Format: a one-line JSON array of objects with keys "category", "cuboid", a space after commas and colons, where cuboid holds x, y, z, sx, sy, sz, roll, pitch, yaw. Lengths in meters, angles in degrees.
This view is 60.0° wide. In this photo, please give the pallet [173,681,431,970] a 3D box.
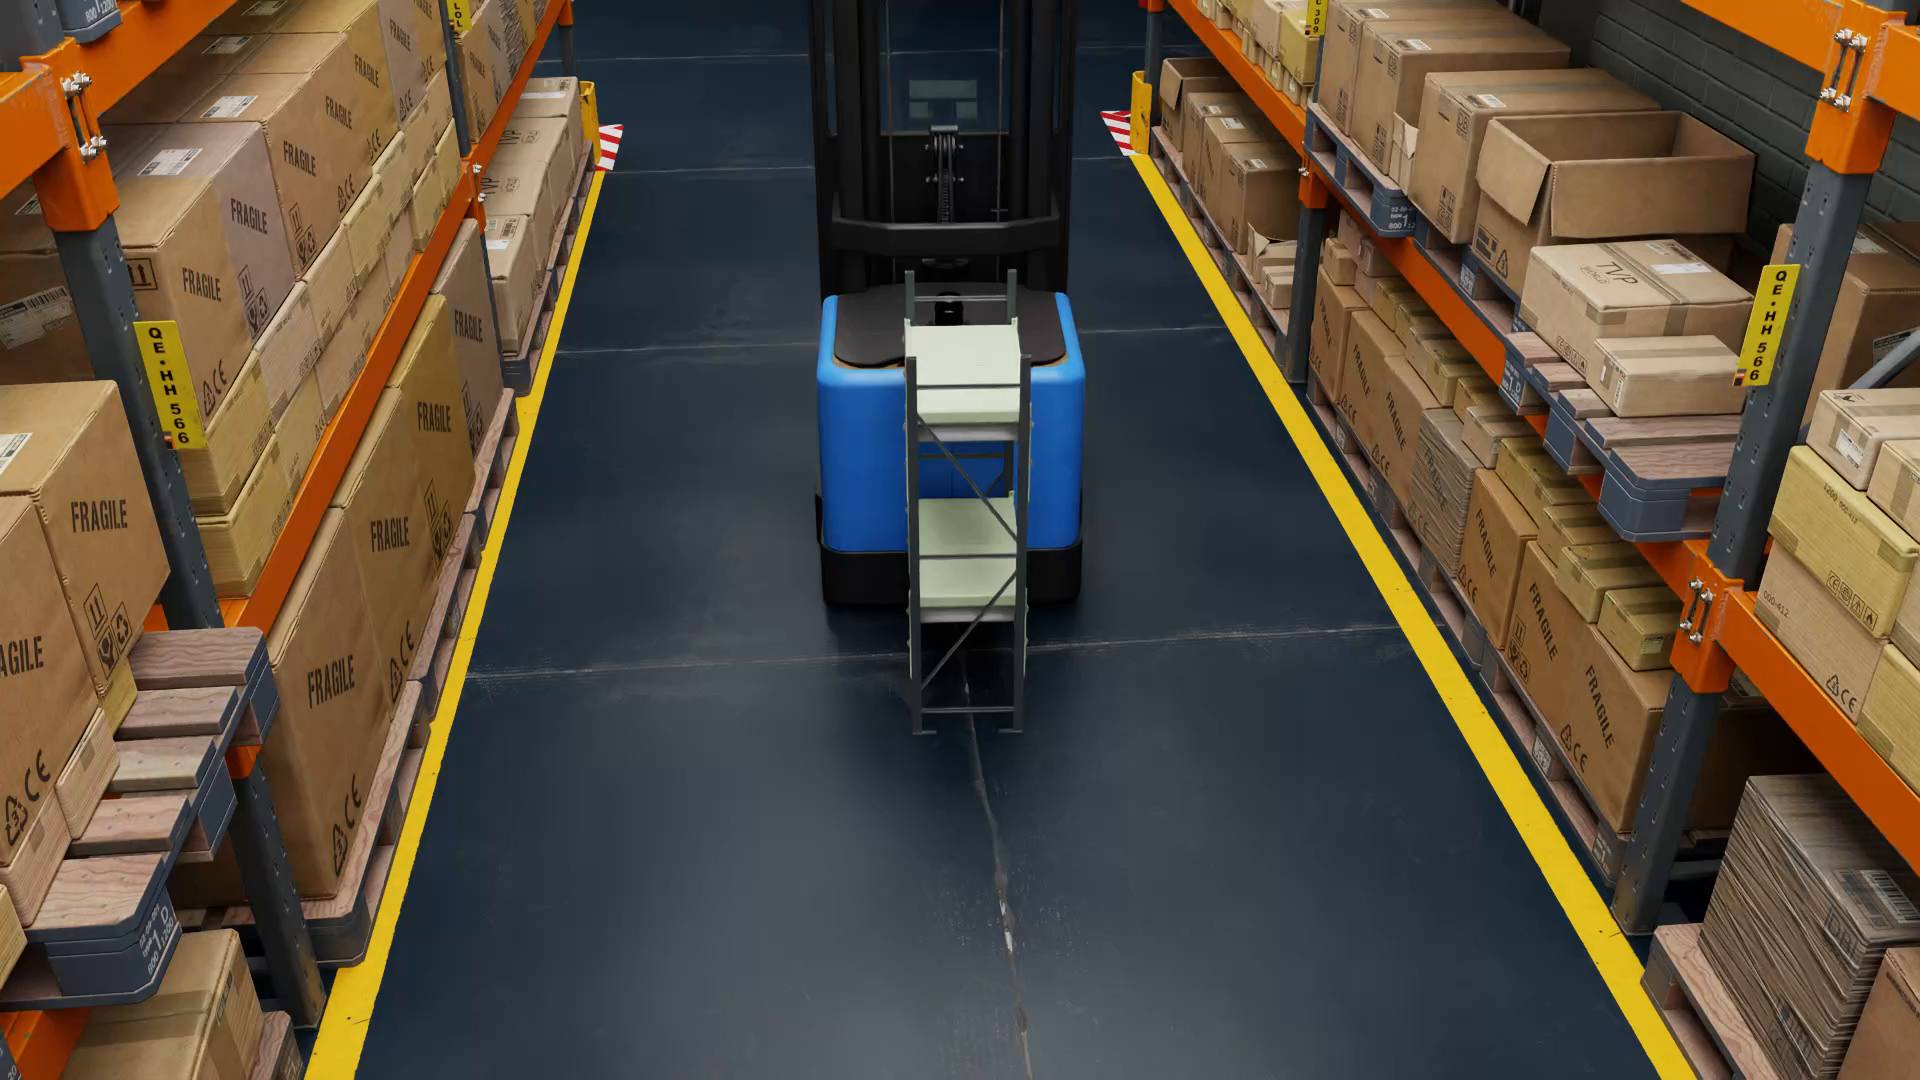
[{"category": "pallet", "cuboid": [-2.377, 0.928, 5.491, 1.003, 0.211, 1.213, -3, 31, -5]}]

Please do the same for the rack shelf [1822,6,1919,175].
[{"category": "rack shelf", "cuboid": [2.750, -0.061, 2.203, 1.077, 0.370, 4.000, -3, 31, -5]}]

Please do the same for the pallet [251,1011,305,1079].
[{"category": "pallet", "cuboid": [-2.307, 1.733, 4.143, 1.003, 0.211, 1.213, -3, 31, -5]}]

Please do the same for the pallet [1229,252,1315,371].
[{"category": "pallet", "cuboid": [2.126, -1.299, 9.219, 1.003, 0.211, 1.213, -3, 31, -5]}]

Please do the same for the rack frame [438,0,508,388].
[{"category": "rack frame", "cuboid": [-2.752, -1.905, 7.515, 1.000, 3.000, 0.127, -3, 31, -5]}]

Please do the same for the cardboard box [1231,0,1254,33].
[{"category": "cardboard box", "cuboid": [1.804, -2.967, 9.149, 0.500, 0.250, 0.500, -3, 31, -5]}]

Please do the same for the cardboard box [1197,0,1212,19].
[{"category": "cardboard box", "cuboid": [1.644, -3.238, 9.992, 0.380, 0.149, 0.250, -4, 31, -6]}]

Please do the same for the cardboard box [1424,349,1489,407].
[{"category": "cardboard box", "cuboid": [2.143, -0.671, 6.844, 0.380, 0.149, 0.250, -2, 31, -3]}]

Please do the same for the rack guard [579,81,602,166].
[{"category": "rack guard", "cuboid": [-3.128, -2.887, 11.595, 1.175, 0.500, 0.348, -3, 31, -5]}]

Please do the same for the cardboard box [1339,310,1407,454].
[{"category": "cardboard box", "cuboid": [2.070, -0.723, 7.564, 0.500, 0.500, 0.500, -3, 31, -5]}]

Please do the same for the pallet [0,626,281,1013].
[{"category": "pallet", "cuboid": [-2.206, 0.578, 3.545, 1.213, 0.211, 1.003, -3, 31, -5]}]

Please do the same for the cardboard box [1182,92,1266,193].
[{"category": "cardboard box", "cuboid": [1.820, -2.539, 10.604, 0.700, 0.500, 0.500, -2, 31, -3]}]

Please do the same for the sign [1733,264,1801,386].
[{"category": "sign", "cuboid": [2.024, -0.535, 4.169, 0.100, 0.325, 0.005, -3, 31, -5]}]

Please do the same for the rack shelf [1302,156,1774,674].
[{"category": "rack shelf", "cuboid": [2.377, -0.815, 6.391, 1.077, 0.370, 4.000, -3, 31, -5]}]

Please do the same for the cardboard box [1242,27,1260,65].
[{"category": "cardboard box", "cuboid": [1.765, -2.716, 9.116, 0.380, 0.149, 0.250, -3, 31, -5]}]

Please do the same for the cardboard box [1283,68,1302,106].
[{"category": "cardboard box", "cuboid": [1.863, -2.320, 8.454, 0.380, 0.149, 0.250, -2, 31, -3]}]

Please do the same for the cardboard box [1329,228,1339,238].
[{"category": "cardboard box", "cuboid": [2.323, -1.672, 9.494, 0.380, 0.149, 0.250, -3, 31, -5]}]

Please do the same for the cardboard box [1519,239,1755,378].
[{"category": "cardboard box", "cuboid": [2.143, -0.742, 5.304, 0.500, 0.250, 0.500, -4, 31, -7]}]

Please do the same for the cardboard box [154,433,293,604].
[{"category": "cardboard box", "cuboid": [-2.173, -0.061, 4.573, 0.500, 0.250, 0.500, -3, 31, -5]}]

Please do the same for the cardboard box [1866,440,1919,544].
[{"category": "cardboard box", "cuboid": [2.326, -0.111, 3.781, 0.380, 0.149, 0.250, -2, 31, -4]}]

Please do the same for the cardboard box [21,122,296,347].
[{"category": "cardboard box", "cuboid": [-2.237, -0.852, 4.678, 0.500, 0.500, 0.500, -3, 31, -4]}]

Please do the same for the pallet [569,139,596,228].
[{"category": "pallet", "cuboid": [-2.973, -2.346, 10.972, 1.003, 0.211, 1.213, -3, 31, -5]}]

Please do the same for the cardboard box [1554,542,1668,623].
[{"category": "cardboard box", "cuboid": [2.209, 0.133, 5.497, 0.380, 0.149, 0.250, -4, 31, -7]}]

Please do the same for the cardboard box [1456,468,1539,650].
[{"category": "cardboard box", "cuboid": [2.222, 0.061, 6.250, 0.500, 0.500, 0.500, -1, 31, -2]}]

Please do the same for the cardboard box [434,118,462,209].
[{"category": "cardboard box", "cuboid": [-2.459, -1.624, 7.190, 0.500, 0.250, 0.500, -3, 31, -6]}]

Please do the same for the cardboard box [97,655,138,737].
[{"category": "cardboard box", "cuboid": [-2.016, 0.354, 3.568, 0.380, 0.149, 0.250, -2, 31, -4]}]

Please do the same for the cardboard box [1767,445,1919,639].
[{"category": "cardboard box", "cuboid": [2.337, -0.014, 4.007, 0.500, 0.250, 0.500, -3, 31, -5]}]

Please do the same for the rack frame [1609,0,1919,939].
[{"category": "rack frame", "cuboid": [2.563, -0.103, 4.497, 1.000, 3.000, 0.127, -3, 31, -5]}]

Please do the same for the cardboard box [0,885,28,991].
[{"category": "cardboard box", "cuboid": [-1.893, 0.749, 2.906, 0.380, 0.149, 0.250, -2, 31, -4]}]

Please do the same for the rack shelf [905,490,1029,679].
[{"category": "rack shelf", "cuboid": [0.015, 0.152, 6.168, 0.431, 0.370, 0.720, -1, 31, -2]}]

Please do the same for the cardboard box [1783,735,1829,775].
[{"category": "cardboard box", "cuboid": [2.803, 0.561, 5.413, 0.500, 0.500, 0.500, -2, 31, -3]}]

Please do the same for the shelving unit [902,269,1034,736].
[{"category": "shelving unit", "cuboid": [0.015, -0.127, 6.001, 0.431, 1.500, 0.755, -1, 31, -2]}]

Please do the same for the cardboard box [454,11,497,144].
[{"category": "cardboard box", "cuboid": [-2.535, -2.201, 7.911, 0.500, 0.500, 0.500, -2, 31, -3]}]

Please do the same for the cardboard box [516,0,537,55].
[{"category": "cardboard box", "cuboid": [-2.666, -2.975, 9.208, 0.500, 0.500, 0.500, -2, 31, -3]}]

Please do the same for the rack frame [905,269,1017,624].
[{"category": "rack frame", "cuboid": [0.003, -0.315, 6.315, 0.400, 1.500, 0.023, -1, 31, -2]}]

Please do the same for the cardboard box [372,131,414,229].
[{"category": "cardboard box", "cuboid": [-2.360, -1.323, 6.199, 0.500, 0.250, 0.500, -2, 31, -3]}]

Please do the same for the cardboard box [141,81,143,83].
[{"category": "cardboard box", "cuboid": [-2.783, -1.102, 5.098, 0.500, 0.500, 0.500, -3, 31, -5]}]

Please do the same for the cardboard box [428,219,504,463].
[{"category": "cardboard box", "cuboid": [-2.614, -0.861, 7.429, 0.875, 0.875, 0.875, -2, 31, -3]}]

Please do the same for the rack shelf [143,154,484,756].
[{"category": "rack shelf", "cuboid": [-2.565, -0.576, 5.990, 1.077, 0.370, 4.000, -3, 31, -5]}]

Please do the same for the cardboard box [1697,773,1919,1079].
[{"category": "cardboard box", "cuboid": [2.608, 1.055, 4.464, 0.875, 0.625, 0.625, -2, 31, -3]}]

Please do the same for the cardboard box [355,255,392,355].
[{"category": "cardboard box", "cuboid": [-2.332, -0.842, 5.881, 0.500, 0.250, 0.500, -3, 31, -5]}]

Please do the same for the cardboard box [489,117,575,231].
[{"category": "cardboard box", "cuboid": [-2.871, -2.229, 10.146, 0.875, 0.438, 0.875, -2, 31, -3]}]

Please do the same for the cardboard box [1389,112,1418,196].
[{"category": "cardboard box", "cuboid": [1.937, -1.540, 6.625, 0.396, 0.266, 0.258, -1, 31, -2]}]

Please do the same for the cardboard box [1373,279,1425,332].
[{"category": "cardboard box", "cuboid": [2.097, -1.067, 7.506, 0.380, 0.149, 0.250, -4, 31, -7]}]

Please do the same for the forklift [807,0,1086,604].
[{"category": "forklift", "cuboid": [-0.080, -1.721, 7.274, 1.130, 2.935, 3.031, -1, 31, -2]}]

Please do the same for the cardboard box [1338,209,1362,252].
[{"category": "cardboard box", "cuboid": [2.019, -1.466, 7.884, 0.380, 0.149, 0.250, -3, 31, -5]}]

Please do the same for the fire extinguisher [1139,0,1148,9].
[{"category": "fire extinguisher", "cuboid": [1.342, -4.047, 11.539, 0.296, 0.674, 0.183, -3, 31, -5]}]

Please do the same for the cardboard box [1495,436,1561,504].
[{"category": "cardboard box", "cuboid": [2.225, -0.267, 6.168, 0.380, 0.149, 0.250, -3, 31, -5]}]

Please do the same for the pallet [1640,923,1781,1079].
[{"category": "pallet", "cuboid": [2.601, 1.516, 4.506, 1.003, 0.211, 1.213, -3, 31, -5]}]

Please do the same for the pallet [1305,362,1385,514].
[{"category": "pallet", "cuboid": [2.303, -0.535, 7.939, 1.003, 0.211, 1.213, -3, 31, -5]}]

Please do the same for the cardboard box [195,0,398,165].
[{"category": "cardboard box", "cuboid": [-2.377, -1.638, 5.995, 0.500, 0.500, 0.500, -2, 31, -3]}]

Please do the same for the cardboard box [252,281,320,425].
[{"category": "cardboard box", "cuboid": [-2.227, -0.548, 4.901, 0.500, 0.250, 0.500, -2, 31, -3]}]

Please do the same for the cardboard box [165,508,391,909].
[{"category": "cardboard box", "cuboid": [-2.360, 0.512, 5.130, 0.875, 0.875, 0.875, -3, 31, -5]}]
